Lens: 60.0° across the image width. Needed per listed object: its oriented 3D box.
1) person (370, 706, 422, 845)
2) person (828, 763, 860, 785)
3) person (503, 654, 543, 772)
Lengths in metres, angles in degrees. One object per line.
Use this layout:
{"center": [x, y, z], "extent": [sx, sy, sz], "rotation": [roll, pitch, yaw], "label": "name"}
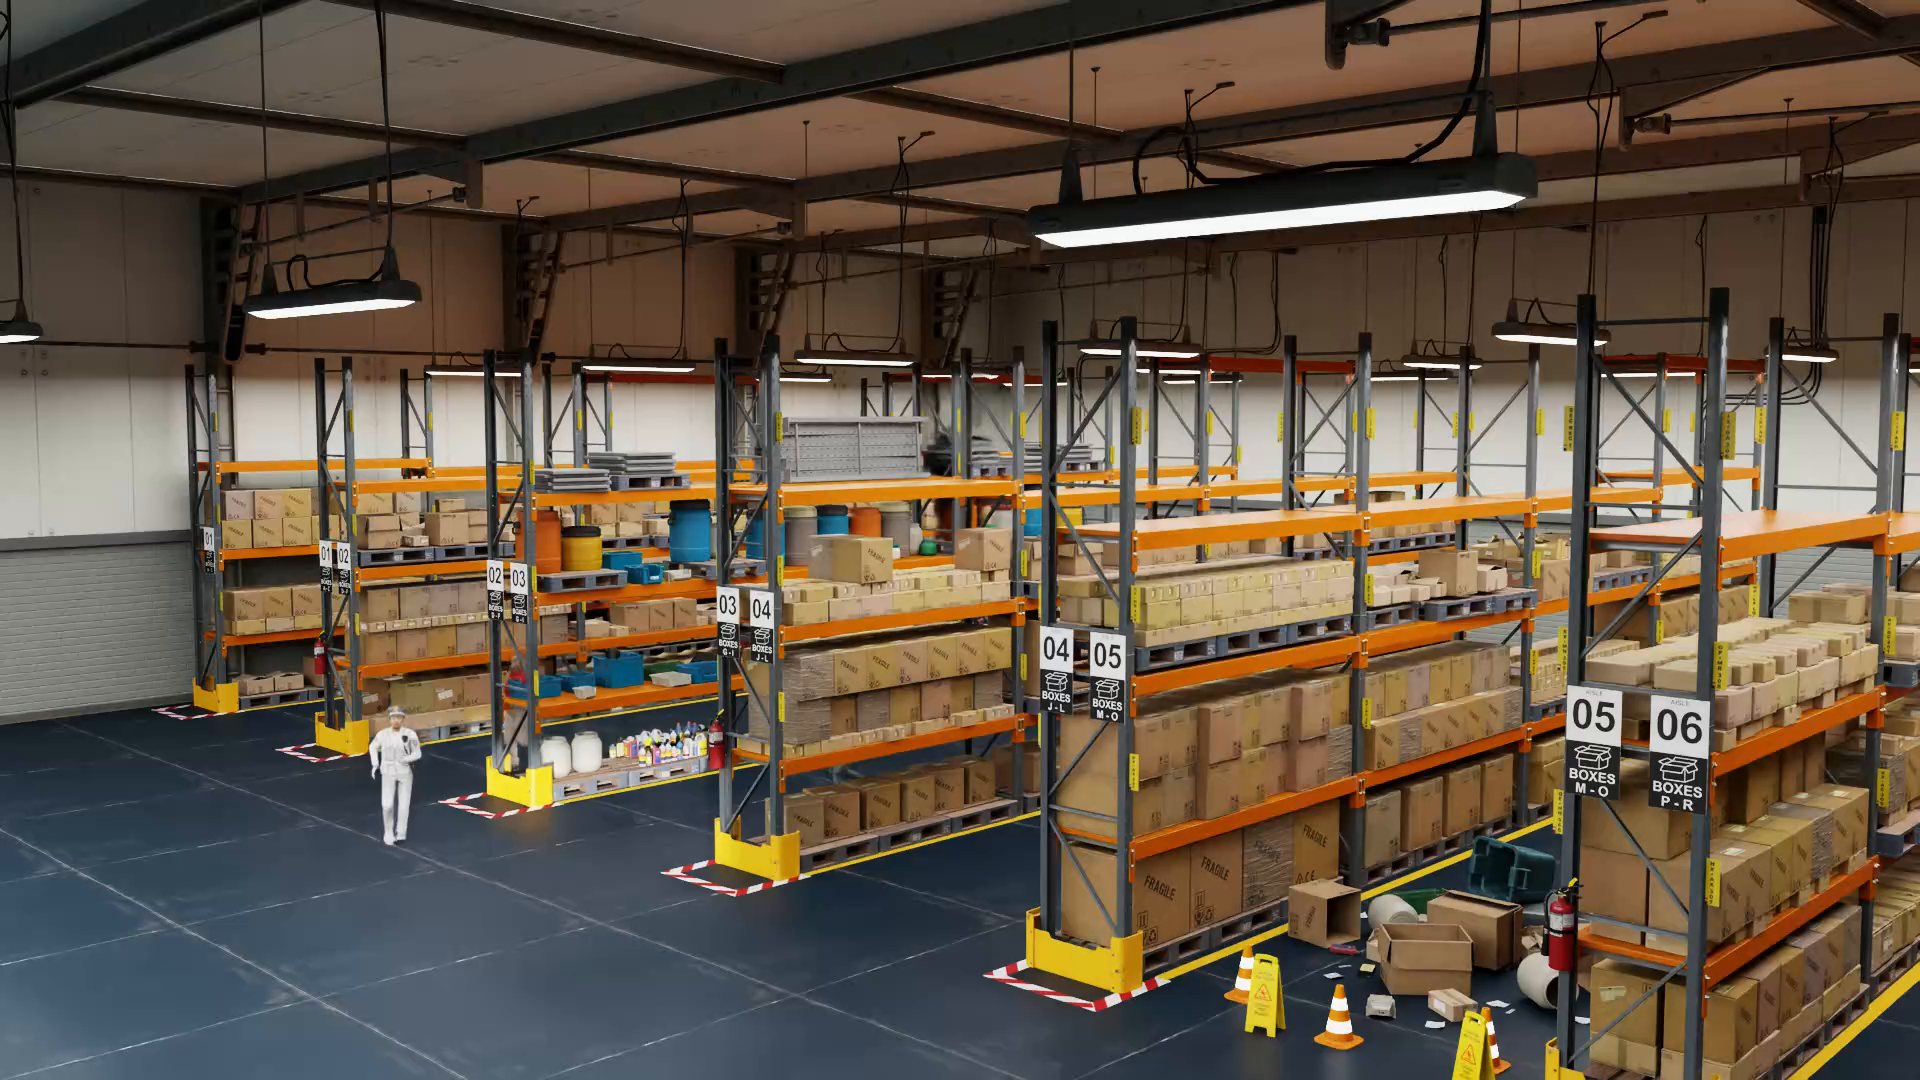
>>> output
{"center": [-6.714, 2.803, 19.794], "extent": [0.594, 1.677, 0.646], "rotation": [-1, 5, -18], "label": "person"}
{"center": [-1.503, 2.625, 21.783], "extent": [0.697, 1.743, 0.768], "rotation": [3, 5, 34], "label": "person"}
{"center": [-6.331, 2.476, 23.934], "extent": [0.684, 1.711, 0.729], "rotation": [4, 6, 41], "label": "person"}
